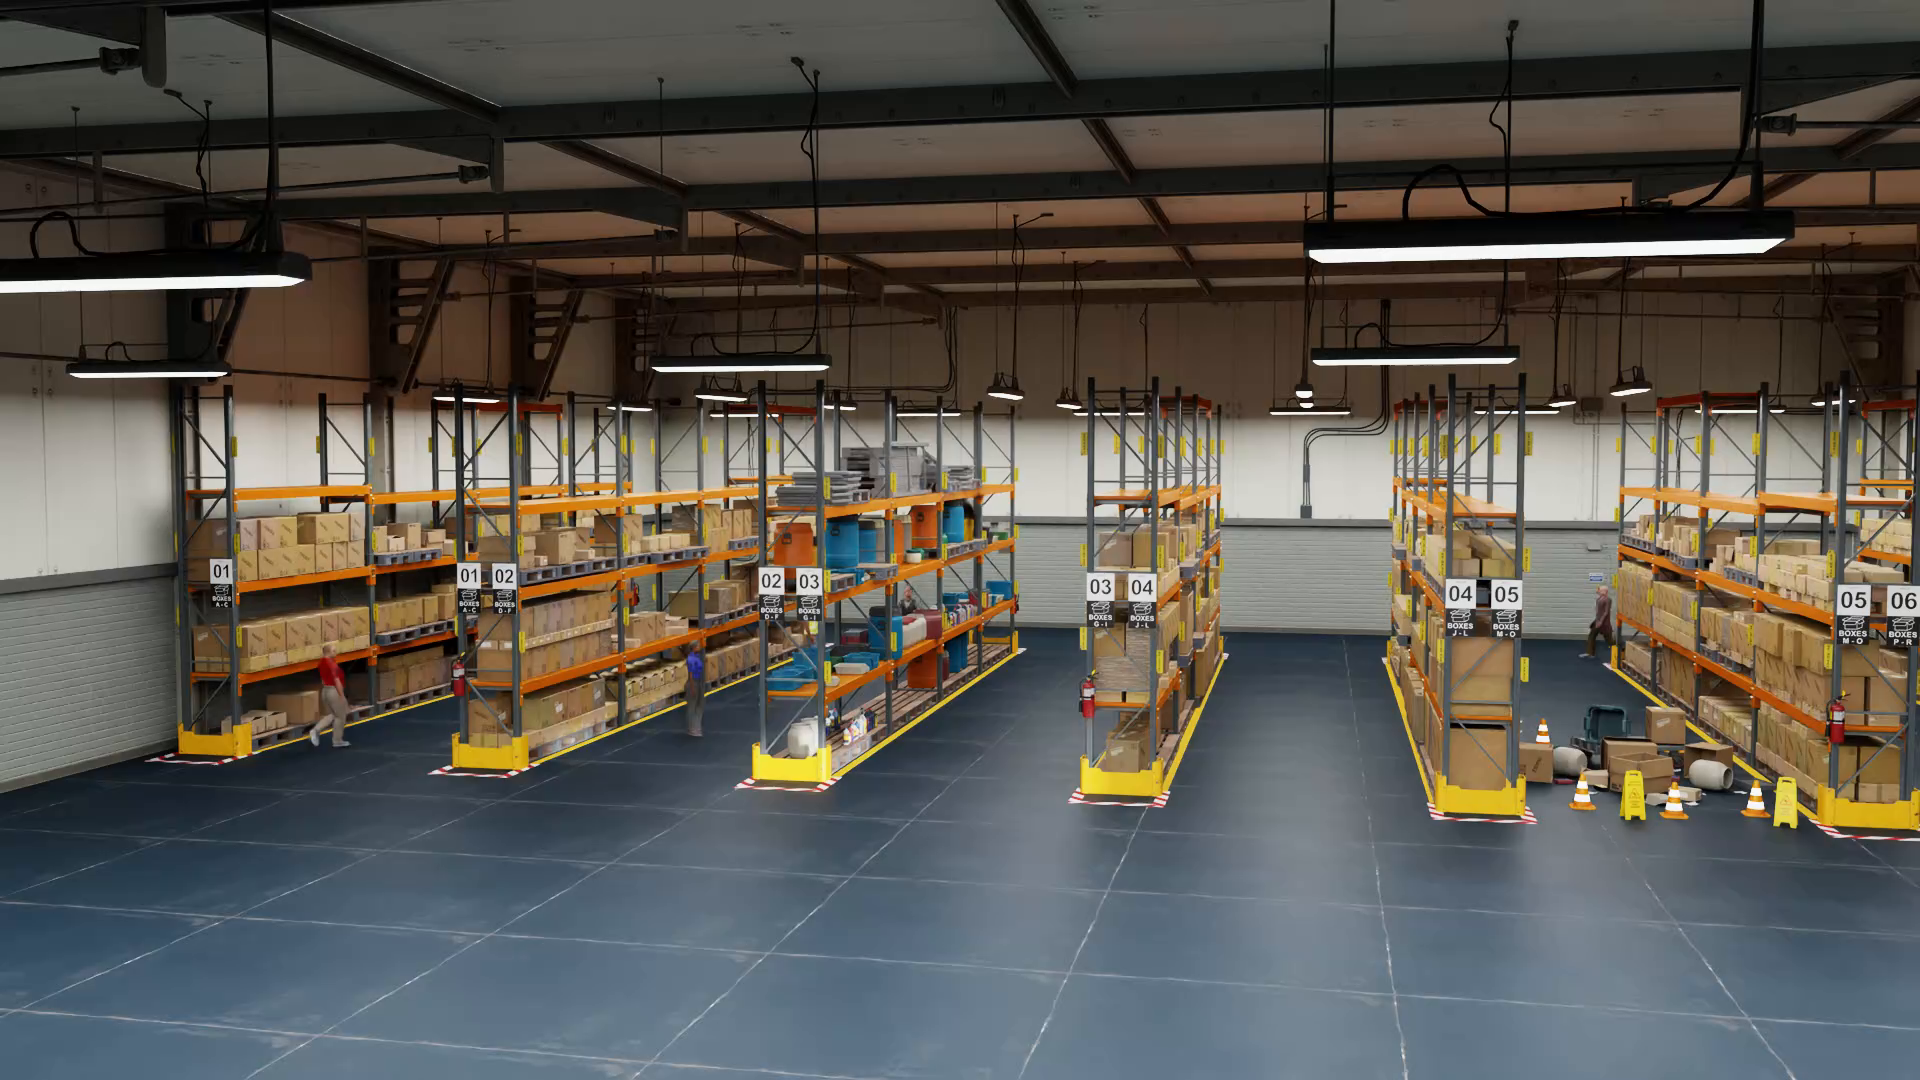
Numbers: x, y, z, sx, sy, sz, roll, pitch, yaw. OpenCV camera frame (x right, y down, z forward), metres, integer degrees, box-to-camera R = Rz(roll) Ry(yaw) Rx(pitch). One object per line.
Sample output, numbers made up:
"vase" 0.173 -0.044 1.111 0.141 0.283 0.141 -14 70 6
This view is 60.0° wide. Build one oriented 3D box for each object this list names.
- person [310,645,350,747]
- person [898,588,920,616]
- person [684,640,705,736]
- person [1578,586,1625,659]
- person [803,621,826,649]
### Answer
"person" -10.416 2.590 27.561 0.553 1.707 0.619 3 4 43
"person" -1.174 1.930 37.576 0.669 1.661 1.023 2 4 31
"person" -4.619 2.595 28.913 0.327 1.734 0.532 0 3 7
"person" 15.160 1.942 39.158 1.094 1.735 0.603 0 3 2
"person" -3.088 2.066 35.338 0.511 1.833 0.605 3 4 38
